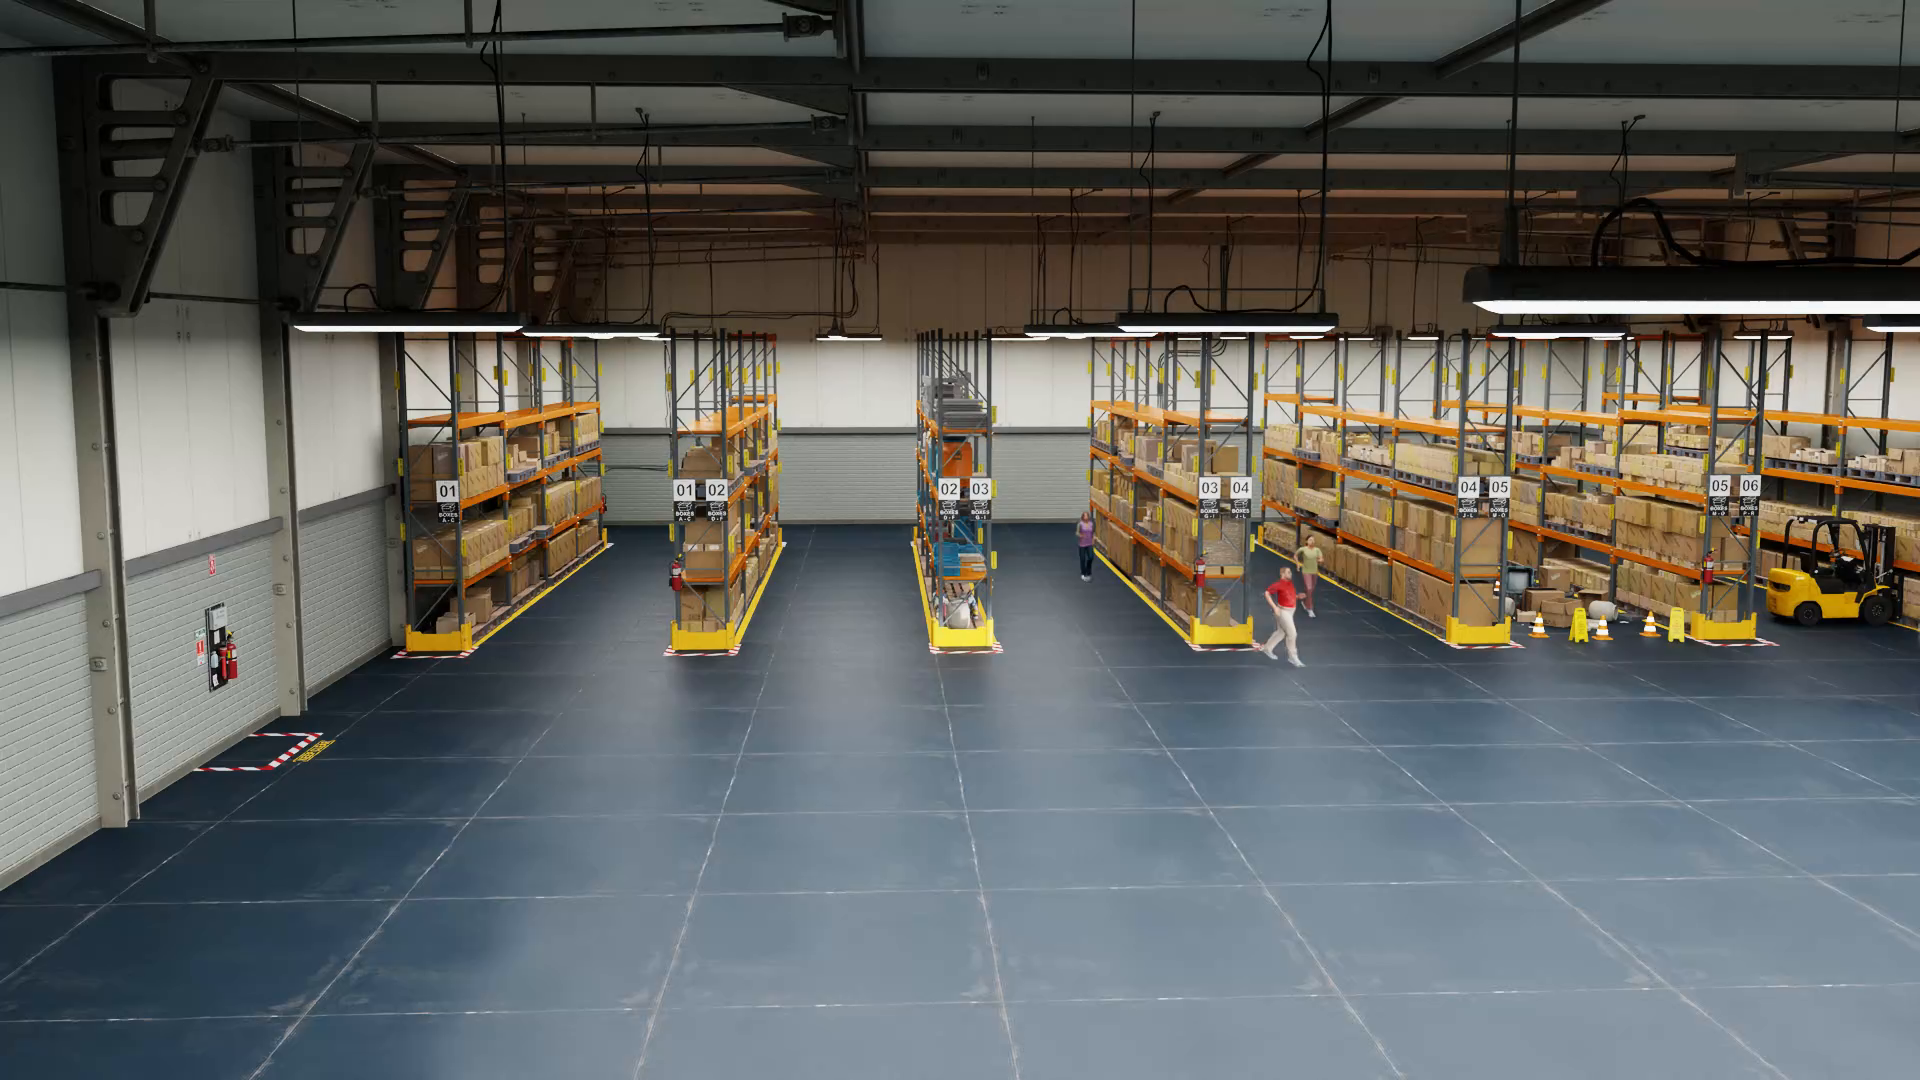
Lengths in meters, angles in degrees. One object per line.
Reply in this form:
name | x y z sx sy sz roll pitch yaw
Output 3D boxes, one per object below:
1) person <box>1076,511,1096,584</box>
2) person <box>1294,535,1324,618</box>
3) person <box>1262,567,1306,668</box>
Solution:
person | 2.901 0.171 38.099 0.515 1.653 0.623 -1 7 -5
person | 7.410 0.734 35.203 0.560 1.703 0.844 -1 7 -12
person | 5.803 1.358 29.756 0.889 1.772 0.646 4 8 31
